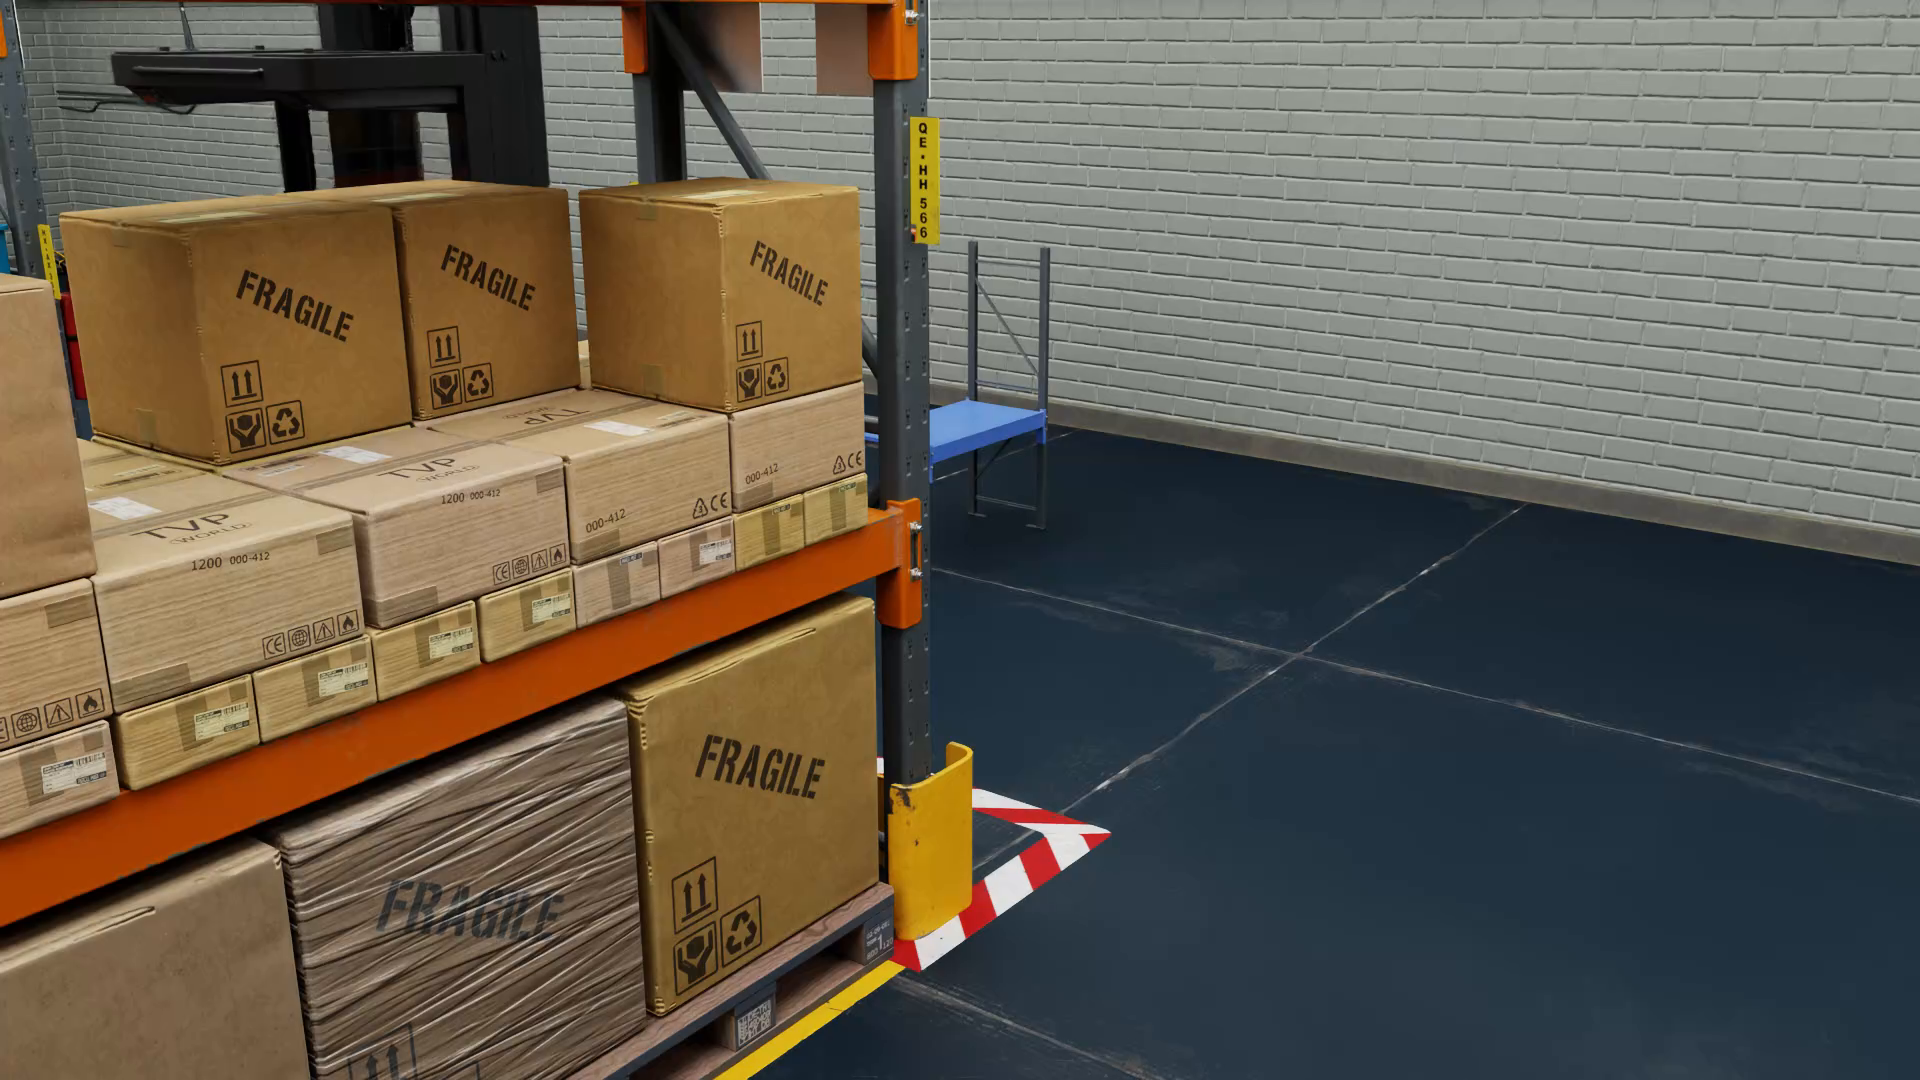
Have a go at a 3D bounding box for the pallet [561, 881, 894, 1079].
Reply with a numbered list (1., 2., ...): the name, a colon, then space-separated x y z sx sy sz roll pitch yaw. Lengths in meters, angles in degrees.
1. pallet: -0.936 1.160 4.654 1.003 0.211 1.213 12 21 35

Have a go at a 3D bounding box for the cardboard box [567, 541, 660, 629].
1. cardboard box: -0.924 0.068 3.891 0.380 0.149 0.250 13 21 36

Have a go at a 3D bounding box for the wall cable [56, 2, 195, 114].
1. wall cable: -8.799 -5.668 17.059 3.097 2.526 0.112 12 21 35

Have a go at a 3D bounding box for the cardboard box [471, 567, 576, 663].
1. cardboard box: -1.077 0.130 3.691 0.380 0.149 0.250 12 21 33

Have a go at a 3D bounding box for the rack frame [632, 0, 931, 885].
1. rack frame: -0.522 -0.376 4.898 1.000 3.000 0.127 12 21 35

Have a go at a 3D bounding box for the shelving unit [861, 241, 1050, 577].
1. shelving unit: -0.051 -0.696 8.456 0.538 1.500 1.048 12 21 35

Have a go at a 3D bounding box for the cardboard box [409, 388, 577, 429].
1. cardboard box: -1.329 -0.255 4.259 0.500 0.250 0.500 12 21 34

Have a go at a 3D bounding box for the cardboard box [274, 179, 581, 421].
1. cardboard box: -1.323 -0.619 4.167 0.500 0.500 0.500 12 21 33

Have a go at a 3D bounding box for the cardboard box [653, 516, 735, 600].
1. cardboard box: -0.775 0.009 4.081 0.380 0.149 0.250 12 21 35

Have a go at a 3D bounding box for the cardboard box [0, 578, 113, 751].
1. cardboard box: -1.811 0.198 2.799 0.500 0.250 0.500 13 22 36

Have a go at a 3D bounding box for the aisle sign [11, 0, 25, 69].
1. aisle sign: -4.222 -2.458 7.219 0.394 0.787 0.004 12 21 35

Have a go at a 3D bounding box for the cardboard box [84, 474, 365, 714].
1. cardboard box: -1.511 0.082 3.172 0.500 0.250 0.500 12 21 35

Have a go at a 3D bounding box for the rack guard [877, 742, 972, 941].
1. rack guard: -0.508 0.812 5.287 1.175 0.500 0.348 12 21 35

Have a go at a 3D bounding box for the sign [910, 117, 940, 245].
1. sign: -0.095 -0.943 4.372 0.100 0.325 0.005 12 21 35

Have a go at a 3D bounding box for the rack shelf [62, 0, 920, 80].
1. rack shelf: -1.714 -0.989 3.026 1.077 0.370 4.000 12 21 35

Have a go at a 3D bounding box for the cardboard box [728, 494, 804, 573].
1. cardboard box: -0.623 -0.051 4.274 0.380 0.149 0.250 13 21 35

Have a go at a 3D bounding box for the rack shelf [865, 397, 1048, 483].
1. rack shelf: -0.051 -0.524 8.509 0.538 0.185 1.000 12 21 35

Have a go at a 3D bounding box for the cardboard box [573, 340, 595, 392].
1. cardboard box: -1.025 -0.380 4.662 0.500 0.250 0.500 12 21 33

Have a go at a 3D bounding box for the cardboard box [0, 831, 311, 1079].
1. cardboard box: -1.912 1.033 3.234 0.875 0.875 0.875 12 21 35

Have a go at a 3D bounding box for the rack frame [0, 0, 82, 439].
1. rack frame: -4.500 -1.252 7.716 1.000 3.000 0.127 12 21 35

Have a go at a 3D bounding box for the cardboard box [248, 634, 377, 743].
1. cardboard box: -1.381 0.251 3.302 0.380 0.149 0.250 13 21 36

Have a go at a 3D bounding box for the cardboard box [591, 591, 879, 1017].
1. cardboard box: -0.839 0.604 4.614 0.875 0.875 0.875 12 21 35

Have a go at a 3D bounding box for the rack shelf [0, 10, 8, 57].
1. rack shelf: -5.692 -1.864 5.844 1.077 0.370 4.000 12 21 35

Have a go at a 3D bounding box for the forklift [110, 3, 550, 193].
1. forklift: -2.321 -0.768 6.275 1.130 2.935 3.031 11 20 31

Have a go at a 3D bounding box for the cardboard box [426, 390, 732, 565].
1. cardboard box: -0.901 -0.164 3.965 0.500 0.250 0.500 12 21 34

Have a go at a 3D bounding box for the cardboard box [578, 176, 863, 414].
1. cardboard box: -0.601 -0.642 4.242 0.500 0.500 0.500 13 21 35

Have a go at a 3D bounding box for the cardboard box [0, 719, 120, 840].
1. cardboard box: -1.690 0.376 2.899 0.380 0.149 0.250 13 21 35

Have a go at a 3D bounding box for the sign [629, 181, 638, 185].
1. sign: -0.964 -0.927 5.078 0.100 0.325 0.005 12 21 35

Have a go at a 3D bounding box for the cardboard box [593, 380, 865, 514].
1. cardboard box: -0.598 -0.284 4.353 0.500 0.250 0.500 12 21 34

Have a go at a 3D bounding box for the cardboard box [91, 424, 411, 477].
1. cardboard box: -1.632 -0.136 3.876 0.500 0.250 0.500 12 21 33

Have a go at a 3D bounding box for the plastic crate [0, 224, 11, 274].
1. plastic crate: -4.549 -1.184 7.339 0.616 0.435 0.499 12 21 35

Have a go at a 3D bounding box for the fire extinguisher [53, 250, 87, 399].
1. fire extinguisher: -4.045 -0.992 7.640 0.296 0.674 0.183 12 21 35

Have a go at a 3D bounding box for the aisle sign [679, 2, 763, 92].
1. aisle sign: -0.720 -1.688 4.738 0.394 0.787 0.004 12 21 35

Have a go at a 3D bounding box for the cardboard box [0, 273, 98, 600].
1. cardboard box: -1.809 -0.162 2.694 0.500 0.500 0.500 12 21 33

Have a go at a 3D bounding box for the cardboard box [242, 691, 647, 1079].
1. cardboard box: -1.381 0.821 3.916 0.875 0.875 0.875 12 21 35

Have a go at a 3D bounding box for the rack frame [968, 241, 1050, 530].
1. rack frame: 0.252 -0.817 8.846 0.500 1.500 0.032 12 21 35

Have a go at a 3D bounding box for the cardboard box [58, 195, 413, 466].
1. cardboard box: -1.627 -0.495 3.766 0.500 0.500 0.500 12 21 33

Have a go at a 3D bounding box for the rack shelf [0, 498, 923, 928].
1. rack shelf: -1.714 0.444 3.471 1.077 0.370 4.000 12 21 35

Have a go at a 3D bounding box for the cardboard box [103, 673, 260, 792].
1. cardboard box: -1.535 0.313 3.101 0.380 0.149 0.250 12 21 33

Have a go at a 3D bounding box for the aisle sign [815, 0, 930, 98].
1. aisle sign: -0.238 -1.582 4.397 0.394 0.787 0.004 12 21 35

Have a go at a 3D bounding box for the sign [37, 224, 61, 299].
1. sign: -4.048 -1.236 7.392 0.100 0.325 0.005 12 21 35

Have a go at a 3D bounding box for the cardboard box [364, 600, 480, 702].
1. cardboard box: -1.231 0.192 3.491 0.380 0.149 0.250 13 21 35

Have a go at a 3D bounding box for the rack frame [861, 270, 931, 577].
1. rack frame: -0.354 -0.575 8.066 0.500 1.500 0.032 12 21 35

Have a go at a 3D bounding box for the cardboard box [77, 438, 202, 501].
1. cardboard box: -1.938 -0.011 3.473 0.500 0.250 0.500 12 21 34

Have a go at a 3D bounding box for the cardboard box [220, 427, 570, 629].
1. cardboard box: -1.203 -0.043 3.574 0.500 0.250 0.500 12 21 33

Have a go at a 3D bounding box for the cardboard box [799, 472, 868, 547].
1. cardboard box: -0.470 -0.113 4.475 0.380 0.149 0.250 13 21 36
